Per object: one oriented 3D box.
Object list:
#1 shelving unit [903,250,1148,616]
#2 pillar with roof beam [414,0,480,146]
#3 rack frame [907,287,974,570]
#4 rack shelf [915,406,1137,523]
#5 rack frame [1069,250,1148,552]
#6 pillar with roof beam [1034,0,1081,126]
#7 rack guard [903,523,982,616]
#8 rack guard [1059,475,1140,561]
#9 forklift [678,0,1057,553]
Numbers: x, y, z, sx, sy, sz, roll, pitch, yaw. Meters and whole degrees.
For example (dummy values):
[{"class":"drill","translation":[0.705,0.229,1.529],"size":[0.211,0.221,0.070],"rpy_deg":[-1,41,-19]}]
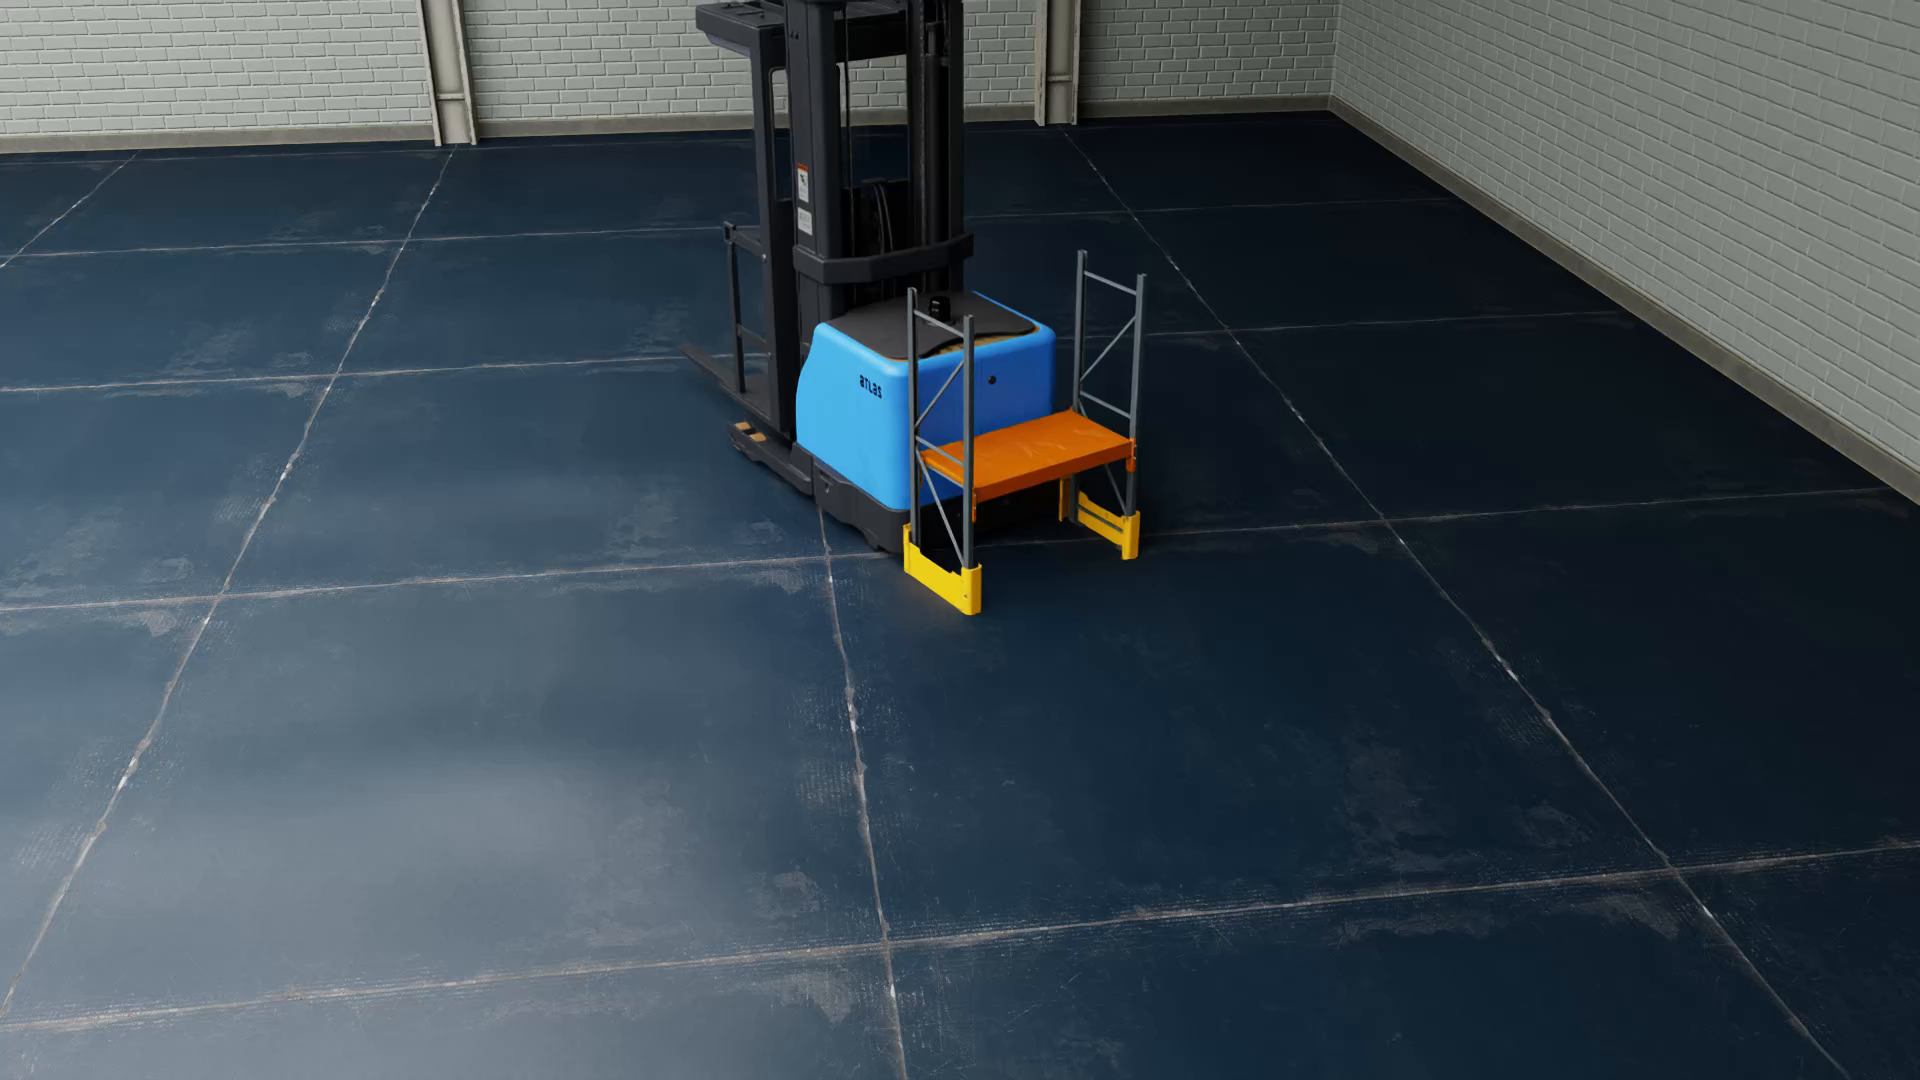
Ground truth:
[{"class":"shelving unit","translation":[0.317,-0.548,8.175],"size":[1.083,1.500,0.587],"rpy_deg":[-18,32,-31]},{"class":"pillar with roof beam","translation":[-4.354,-5.993,10.573],"size":[0.400,9.000,9.100],"rpy_deg":[-4,27,-7]},{"class":"rack frame","translation":[-0.091,-0.417,7.919],"size":[0.032,1.500,0.500],"rpy_deg":[-18,32,-31]},{"class":"rack shelf","translation":[0.325,-0.390,8.261],"size":[1.000,0.185,0.538],"rpy_deg":[-18,32,-31]},{"class":"rack frame","translation":[0.741,-0.683,8.439],"size":[0.032,1.500,0.500],"rpy_deg":[-18,32,-31]},{"class":"pillar with roof beam","translation":[1.587,-6.375,11.317],"size":[0.400,9.000,9.100],"rpy_deg":[-4,27,-7]},{"class":"rack guard","translation":[-0.090,0.139,8.205],"size":[0.087,0.250,0.587],"rpy_deg":[-18,32,-31]},{"class":"rack guard","translation":[0.725,-0.122,8.714],"size":[0.087,0.250,0.587],"rpy_deg":[-18,32,-31]},{"class":"forklift","translation":[-0.711,-1.862,9.169],"size":[1.130,2.935,3.031],"rpy_deg":[-17,31,-29]}]
